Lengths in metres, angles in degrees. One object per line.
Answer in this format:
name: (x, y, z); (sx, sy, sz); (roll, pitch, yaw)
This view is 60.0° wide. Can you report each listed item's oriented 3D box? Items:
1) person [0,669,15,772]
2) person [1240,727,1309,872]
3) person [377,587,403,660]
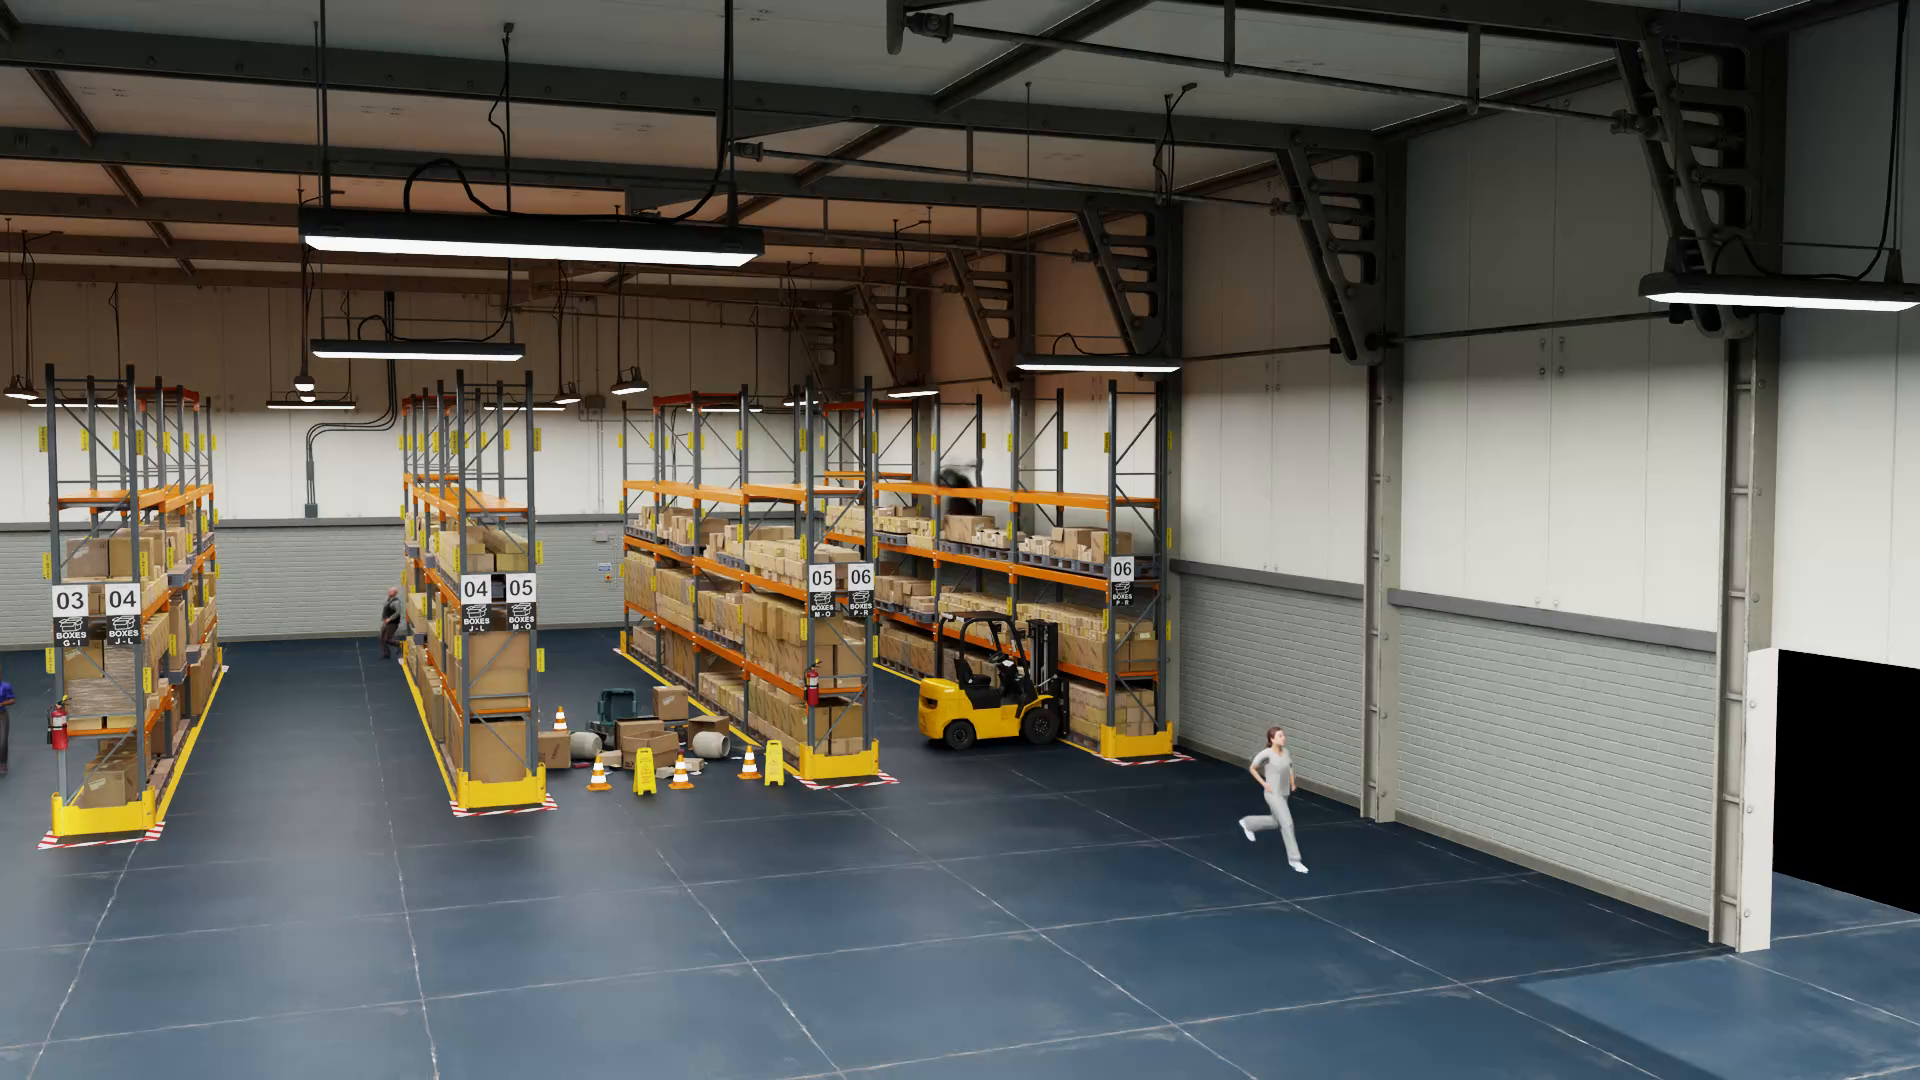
person: (-14.391, 2.724, 24.799); (0.549, 1.717, 0.764); (-2, 4, -29)
person: (3.740, 3.045, 19.786); (0.540, 1.650, 1.075); (-3, 5, -42)
person: (-13.100, 1.927, 38.441); (0.659, 1.687, 0.704); (-3, 4, -41)
